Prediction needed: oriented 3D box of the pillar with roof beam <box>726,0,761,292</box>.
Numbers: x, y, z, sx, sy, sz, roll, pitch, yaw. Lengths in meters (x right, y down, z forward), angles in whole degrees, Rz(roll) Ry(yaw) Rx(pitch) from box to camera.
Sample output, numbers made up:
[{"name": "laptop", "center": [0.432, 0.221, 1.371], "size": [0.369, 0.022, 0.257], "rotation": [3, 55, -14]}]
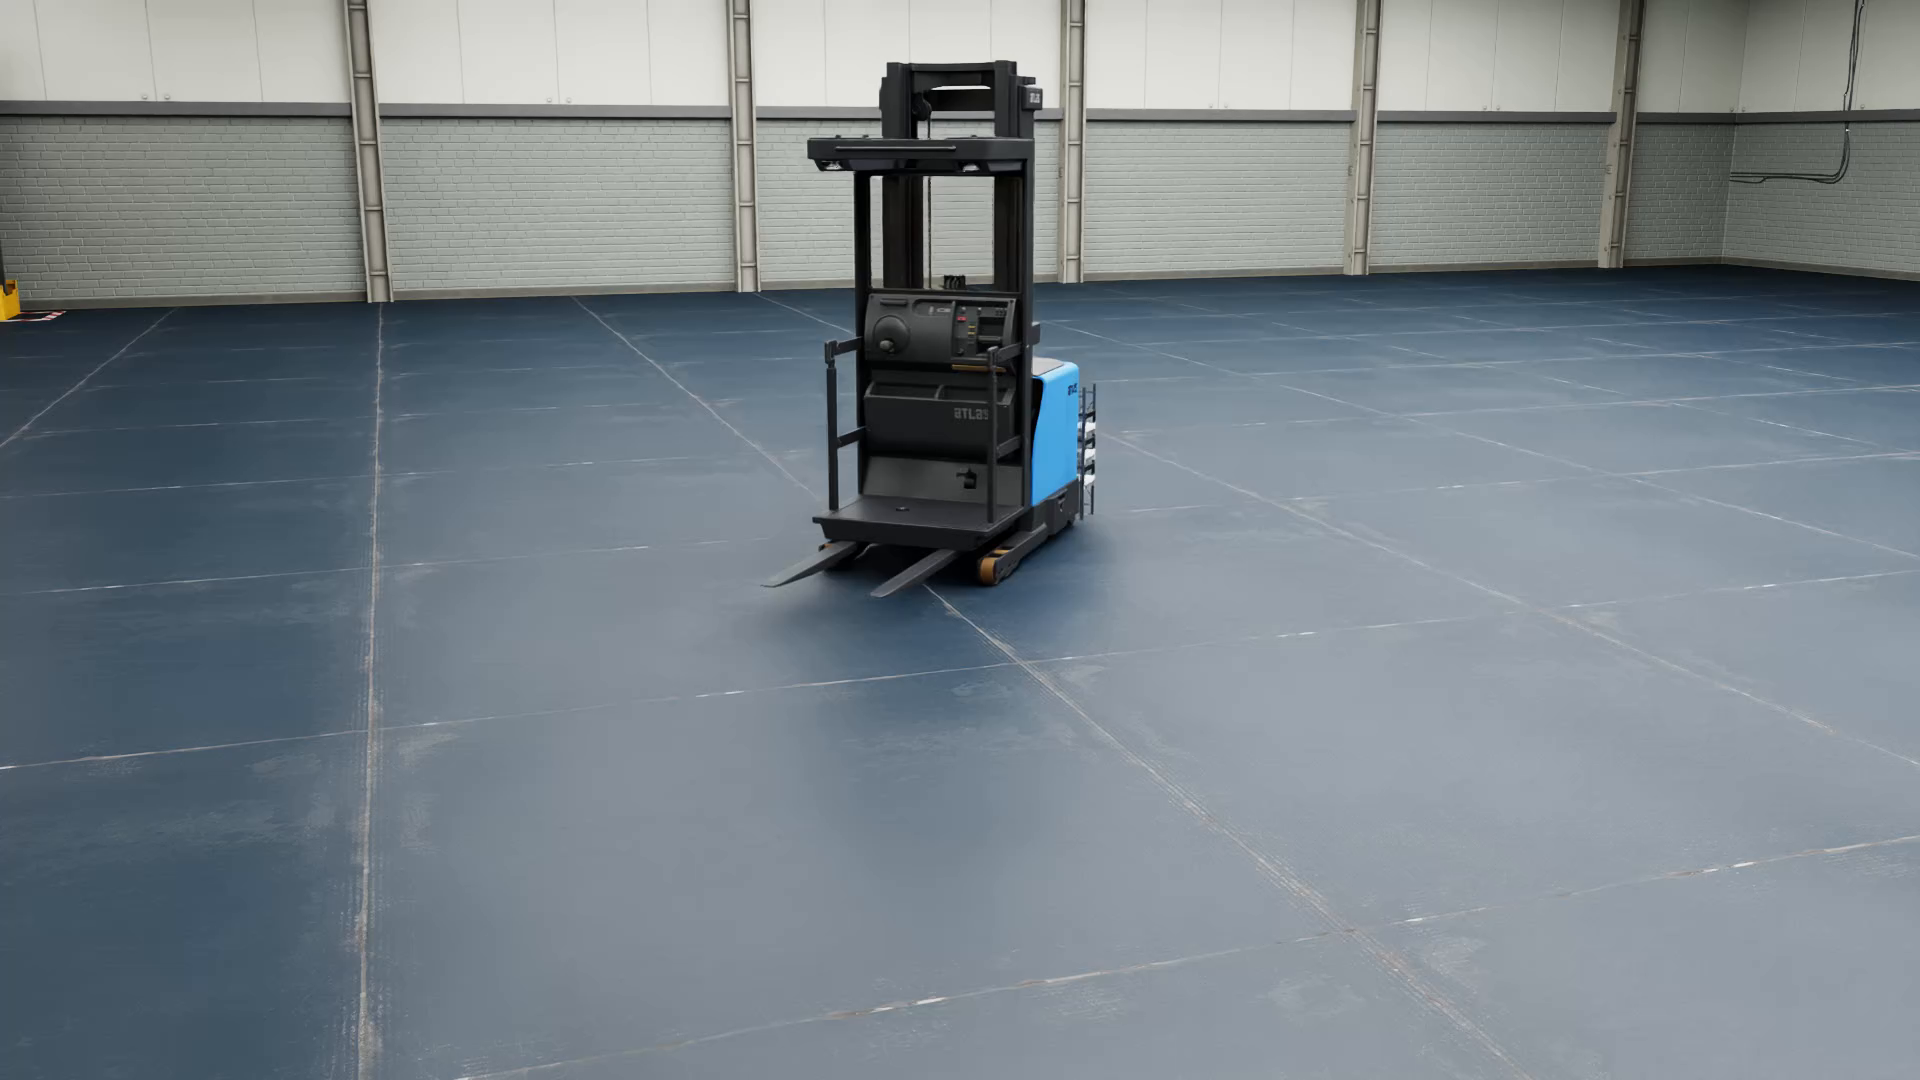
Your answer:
[{"name": "pillar with roof beam", "center": [-2.289, -7.729, 23.691], "size": [0.400, 9.000, 9.100], "rotation": [-4, 14, -18]}]

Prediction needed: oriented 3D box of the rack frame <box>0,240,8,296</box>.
[{"name": "rack frame", "center": [-14.088, -4.723, 24.016], "size": [0.127, 3.000, 1.000], "rotation": [-4, 14, -18]}]

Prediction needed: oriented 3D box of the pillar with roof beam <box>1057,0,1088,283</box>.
[{"name": "pillar with roof beam", "center": [3.397, -8.172, 25.553], "size": [0.400, 9.000, 9.100], "rotation": [-4, 14, -18]}]

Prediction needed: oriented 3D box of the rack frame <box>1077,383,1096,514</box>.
[{"name": "rack frame", "center": [0.805, -0.626, 11.332], "size": [0.240, 0.900, 0.006], "rotation": [6, 15, 23]}]

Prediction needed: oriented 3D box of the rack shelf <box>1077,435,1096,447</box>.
[{"name": "rack shelf", "center": [0.764, -0.660, 11.228], "size": [0.258, 0.077, 0.200], "rotation": [6, 15, 23]}]

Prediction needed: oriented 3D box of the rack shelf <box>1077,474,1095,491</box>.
[{"name": "rack shelf", "center": [0.764, -0.397, 11.291], "size": [0.258, 0.077, 0.200], "rotation": [6, 15, 23]}]

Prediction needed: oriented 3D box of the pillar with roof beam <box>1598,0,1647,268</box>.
[{"name": "pillar with roof beam", "center": [14.771, -9.058, 29.276], "size": [0.400, 9.000, 9.100], "rotation": [-4, 14, -18]}]

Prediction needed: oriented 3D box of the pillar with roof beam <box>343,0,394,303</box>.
[{"name": "pillar with roof beam", "center": [-7.976, -7.286, 21.829], "size": [0.400, 9.000, 9.100], "rotation": [-4, 14, -18]}]

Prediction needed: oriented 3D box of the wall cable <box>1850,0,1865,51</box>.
[{"name": "wall cable", "center": [17.474, -10.282, 30.221], "size": [0.112, 2.526, 3.097], "rotation": [-4, 14, -18]}]

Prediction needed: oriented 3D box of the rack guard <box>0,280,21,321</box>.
[{"name": "rack guard", "center": [-14.066, -3.509, 24.313], "size": [0.348, 0.500, 1.175], "rotation": [-4, 14, -18]}]

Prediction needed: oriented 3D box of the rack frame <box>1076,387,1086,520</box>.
[{"name": "rack frame", "center": [0.723, -0.583, 11.151], "size": [0.240, 0.900, 0.006], "rotation": [6, 15, 23]}]

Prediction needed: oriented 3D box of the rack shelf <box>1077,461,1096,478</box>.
[{"name": "rack shelf", "center": [0.764, -0.485, 11.270], "size": [0.258, 0.077, 0.200], "rotation": [6, 15, 23]}]

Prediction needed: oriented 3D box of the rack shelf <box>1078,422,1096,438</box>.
[{"name": "rack shelf", "center": [0.764, -0.748, 11.207], "size": [0.258, 0.077, 0.200], "rotation": [6, 15, 23]}]

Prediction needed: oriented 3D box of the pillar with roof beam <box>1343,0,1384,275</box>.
[{"name": "pillar with roof beam", "center": [9.084, -8.615, 27.414], "size": [0.400, 9.000, 9.100], "rotation": [-4, 14, -18]}]

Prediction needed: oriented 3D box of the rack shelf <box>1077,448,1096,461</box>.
[{"name": "rack shelf", "center": [0.764, -0.573, 11.249], "size": [0.258, 0.077, 0.200], "rotation": [6, 15, 23]}]

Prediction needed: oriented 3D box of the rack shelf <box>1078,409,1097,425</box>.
[{"name": "rack shelf", "center": [0.764, -0.835, 11.187], "size": [0.258, 0.077, 0.200], "rotation": [6, 15, 23]}]

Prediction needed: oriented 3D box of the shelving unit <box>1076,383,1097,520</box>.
[{"name": "shelving unit", "center": [0.764, -0.605, 11.241], "size": [0.258, 0.900, 0.210], "rotation": [6, 15, 23]}]

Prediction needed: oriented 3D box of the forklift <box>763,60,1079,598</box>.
[{"name": "forklift", "center": [-0.193, -1.273, 9.661], "size": [1.130, 2.935, 3.031], "rotation": [5, 14, 20]}]

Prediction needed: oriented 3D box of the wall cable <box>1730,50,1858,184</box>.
[{"name": "wall cable", "center": [16.611, -8.419, 33.300], "size": [0.112, 2.526, 3.097], "rotation": [-4, 14, -18]}]
